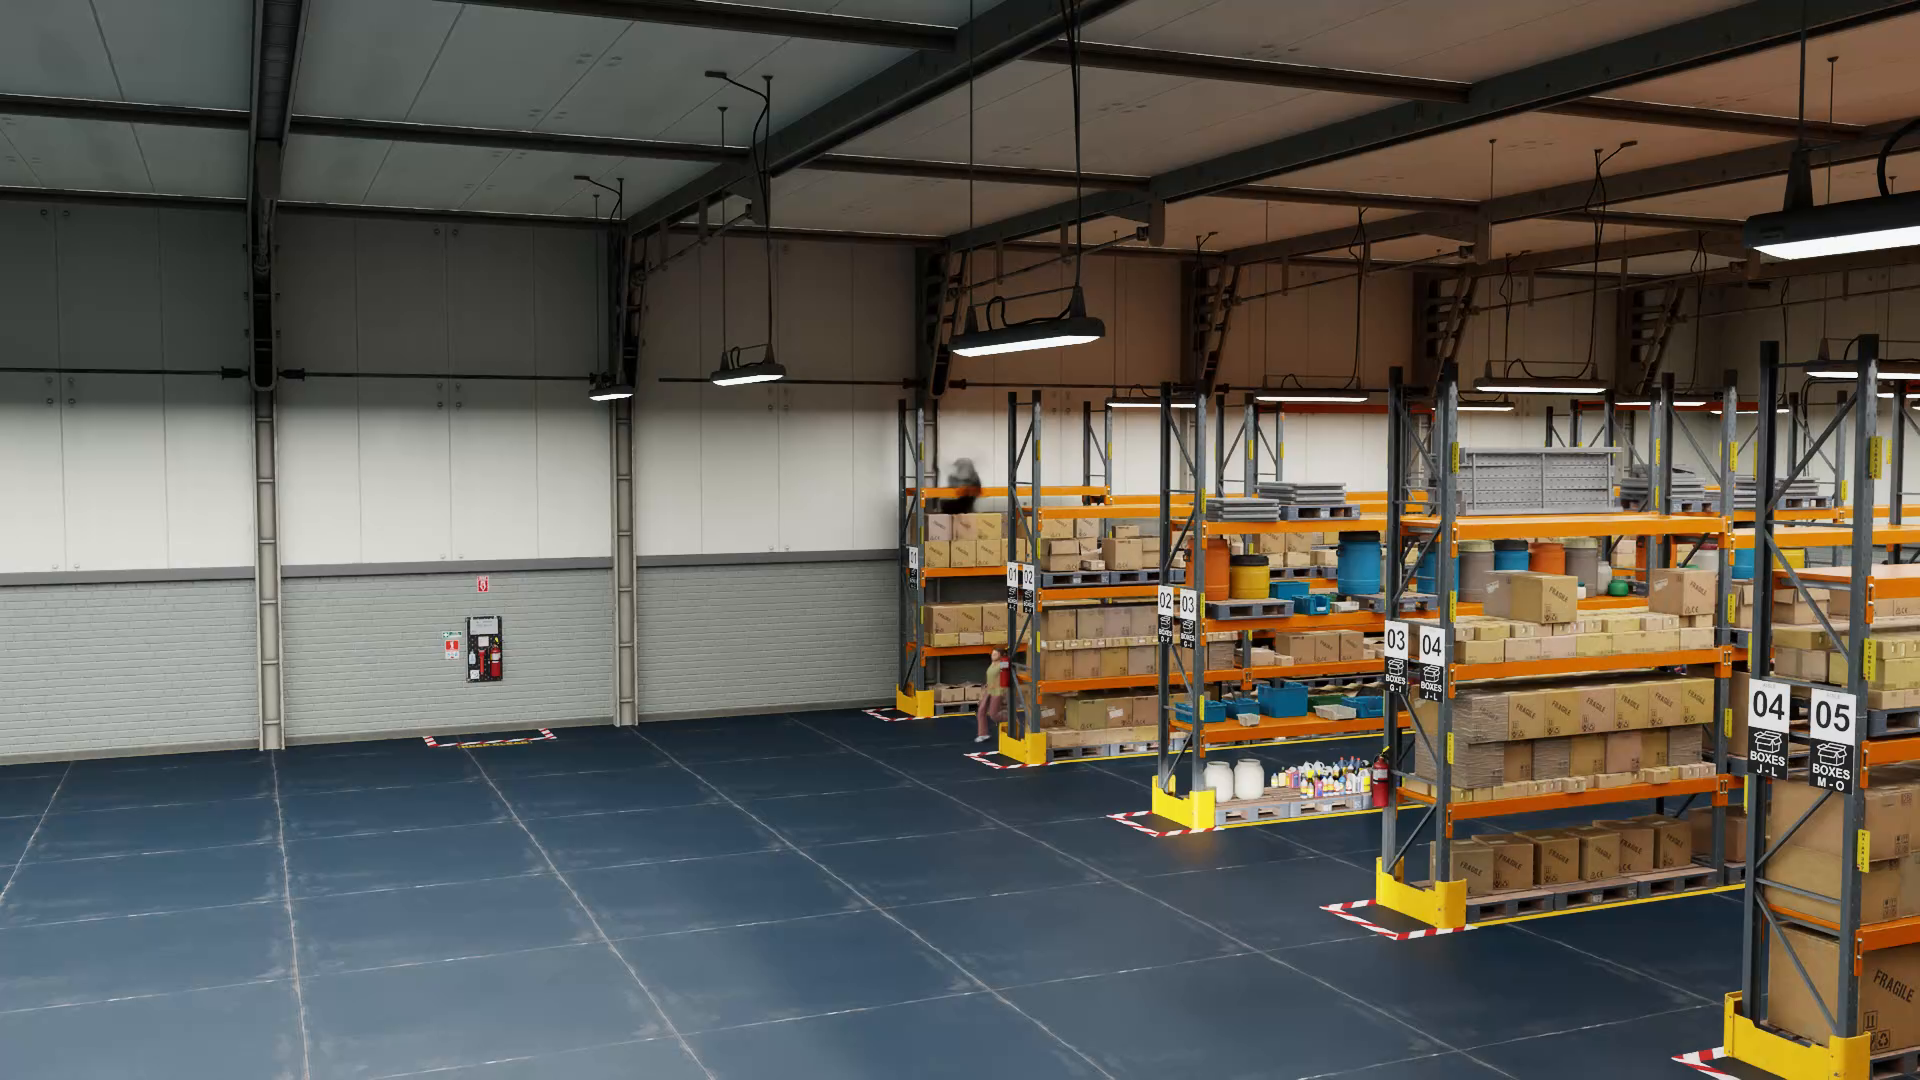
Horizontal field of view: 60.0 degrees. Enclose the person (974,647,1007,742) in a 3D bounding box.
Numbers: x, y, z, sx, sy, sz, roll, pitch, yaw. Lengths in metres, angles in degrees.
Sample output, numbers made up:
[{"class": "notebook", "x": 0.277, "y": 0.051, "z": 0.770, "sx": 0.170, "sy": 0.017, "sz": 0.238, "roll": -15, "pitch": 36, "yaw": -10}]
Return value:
[{"class": "person", "x": 0.658, "y": 2.675, "z": 28.772, "sx": 0.803, "sy": 1.664, "sz": 0.615, "roll": -2, "pitch": 4, "yaw": -32}]
